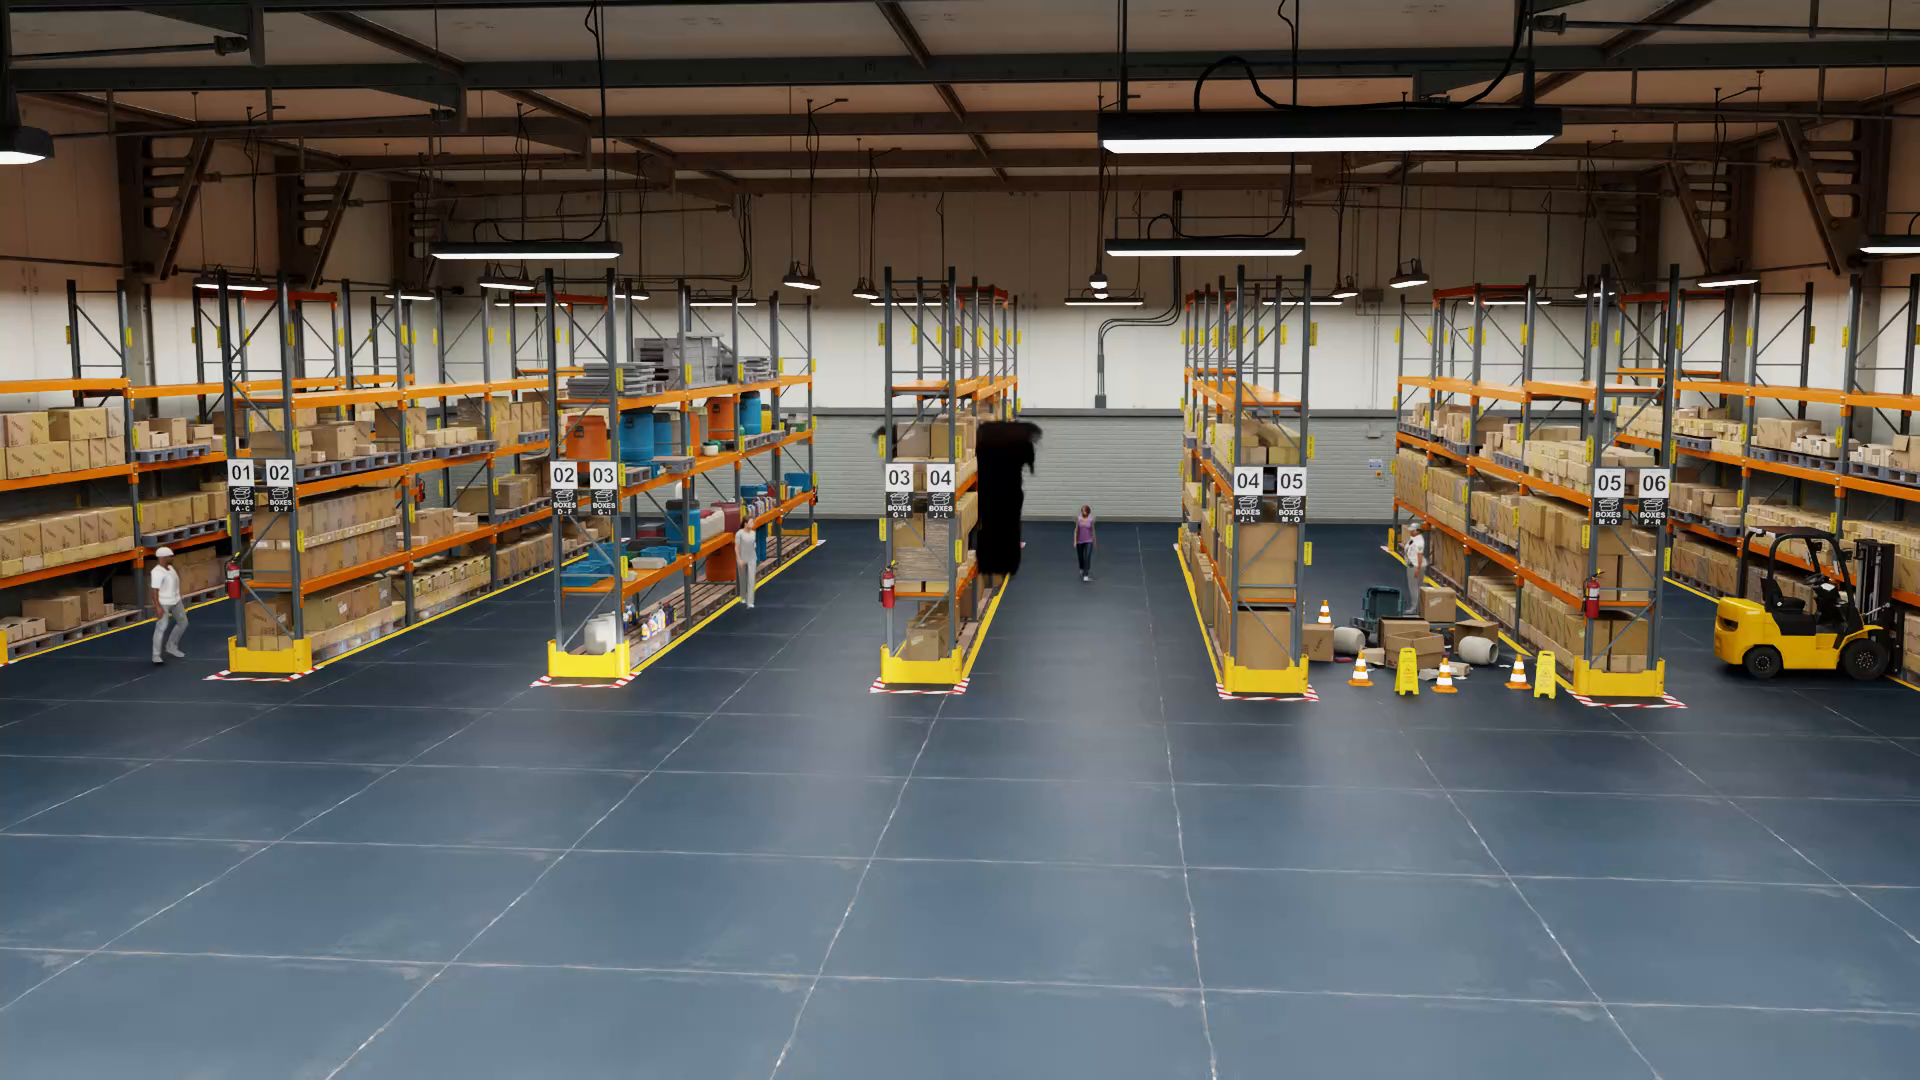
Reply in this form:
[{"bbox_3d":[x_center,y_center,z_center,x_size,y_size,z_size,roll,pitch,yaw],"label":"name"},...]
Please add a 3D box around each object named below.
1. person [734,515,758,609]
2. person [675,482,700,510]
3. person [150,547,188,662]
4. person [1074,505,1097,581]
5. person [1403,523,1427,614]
[{"bbox_3d":[-3.740,0.371,29.114,0.394,1.637,0.965,0,7,-4],"label":"person"},{"bbox_3d":[-6.584,-0.746,40.228,0.433,1.838,0.585,4,8,29],"label":"person"},{"bbox_3d":[-12.320,0.994,25.821,0.397,1.781,0.724,2,7,12],"label":"person"},{"bbox_3d":[2.607,0.041,34.504,0.474,1.554,0.872,1,7,10],"label":"person"},{"bbox_3d":[8.296,0.516,30.271,0.430,1.677,0.516,4,8,31],"label":"person"}]
